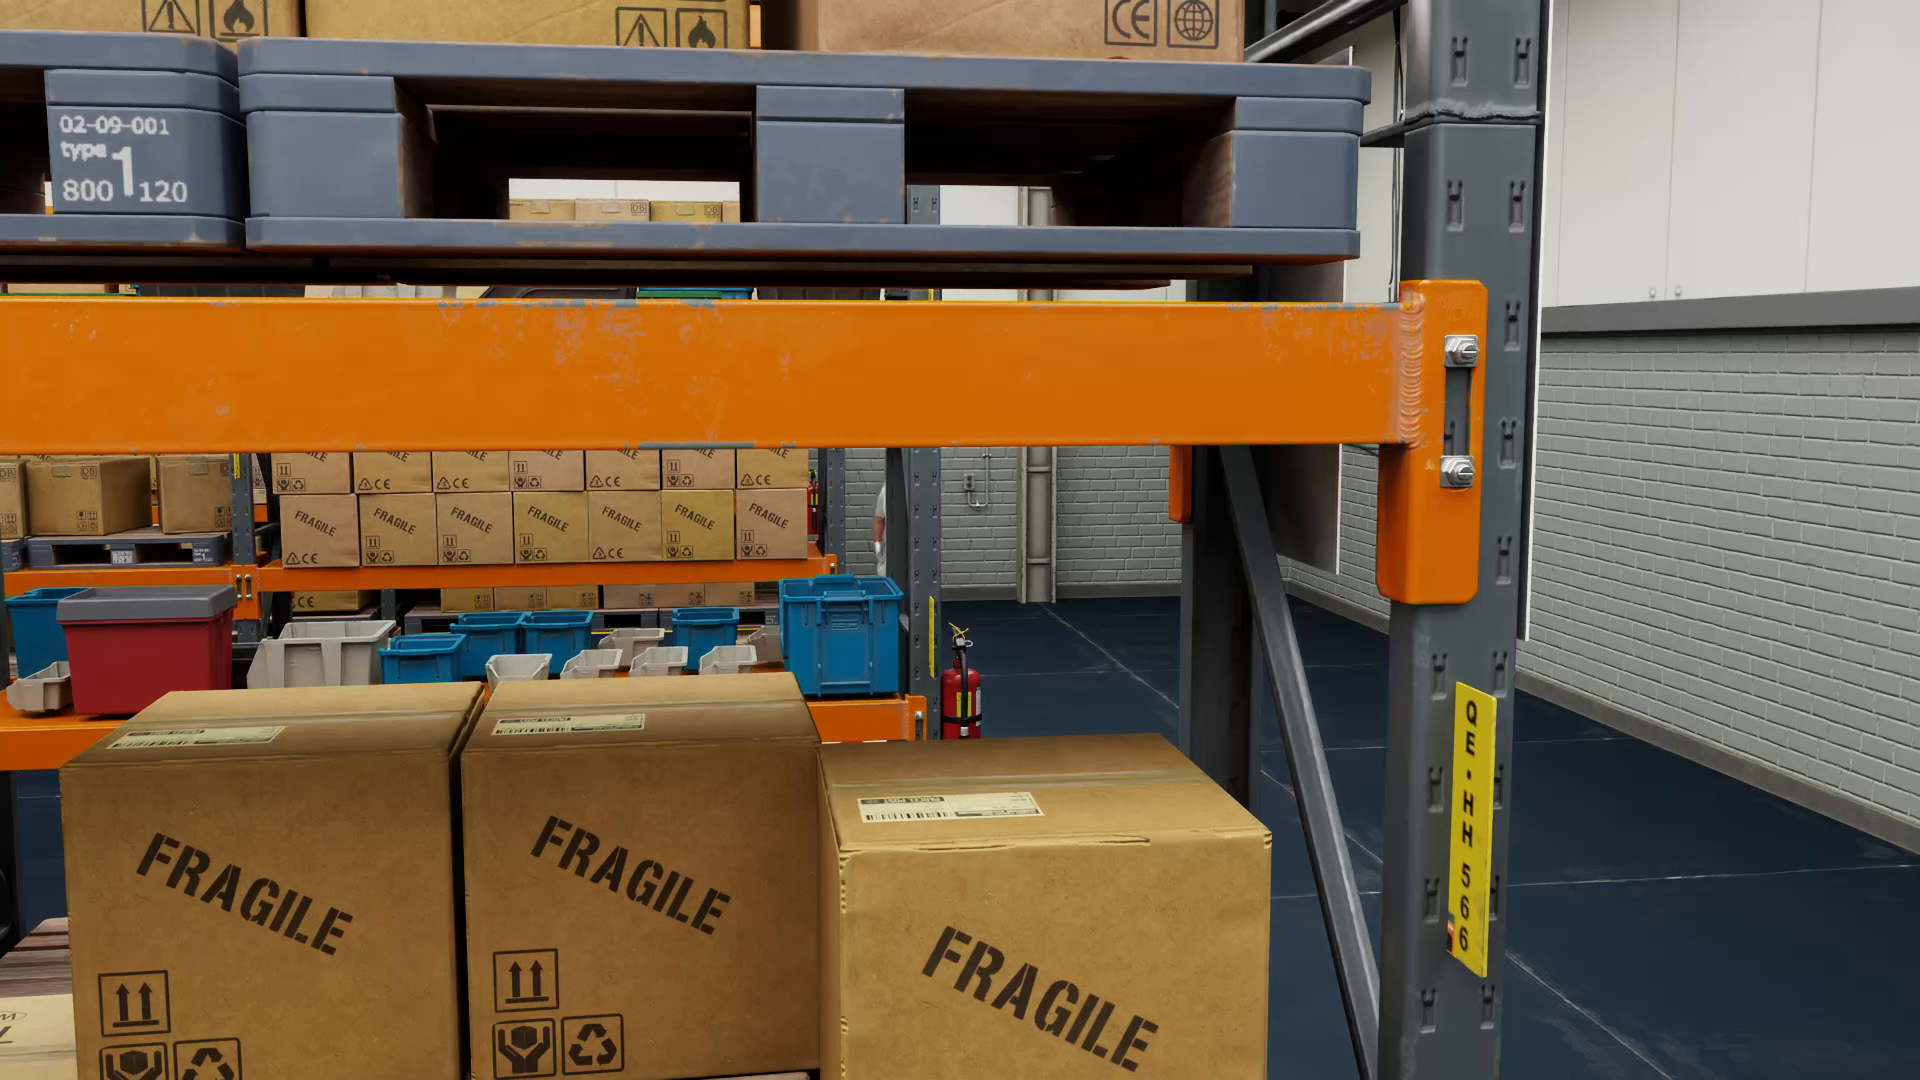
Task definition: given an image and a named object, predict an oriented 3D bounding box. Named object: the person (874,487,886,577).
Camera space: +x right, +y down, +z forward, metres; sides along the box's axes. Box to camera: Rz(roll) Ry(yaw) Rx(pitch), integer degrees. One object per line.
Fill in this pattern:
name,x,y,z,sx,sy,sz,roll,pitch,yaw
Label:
person,-0.560,0.073,16.606,0.594,1.644,0.584,2,7,19
